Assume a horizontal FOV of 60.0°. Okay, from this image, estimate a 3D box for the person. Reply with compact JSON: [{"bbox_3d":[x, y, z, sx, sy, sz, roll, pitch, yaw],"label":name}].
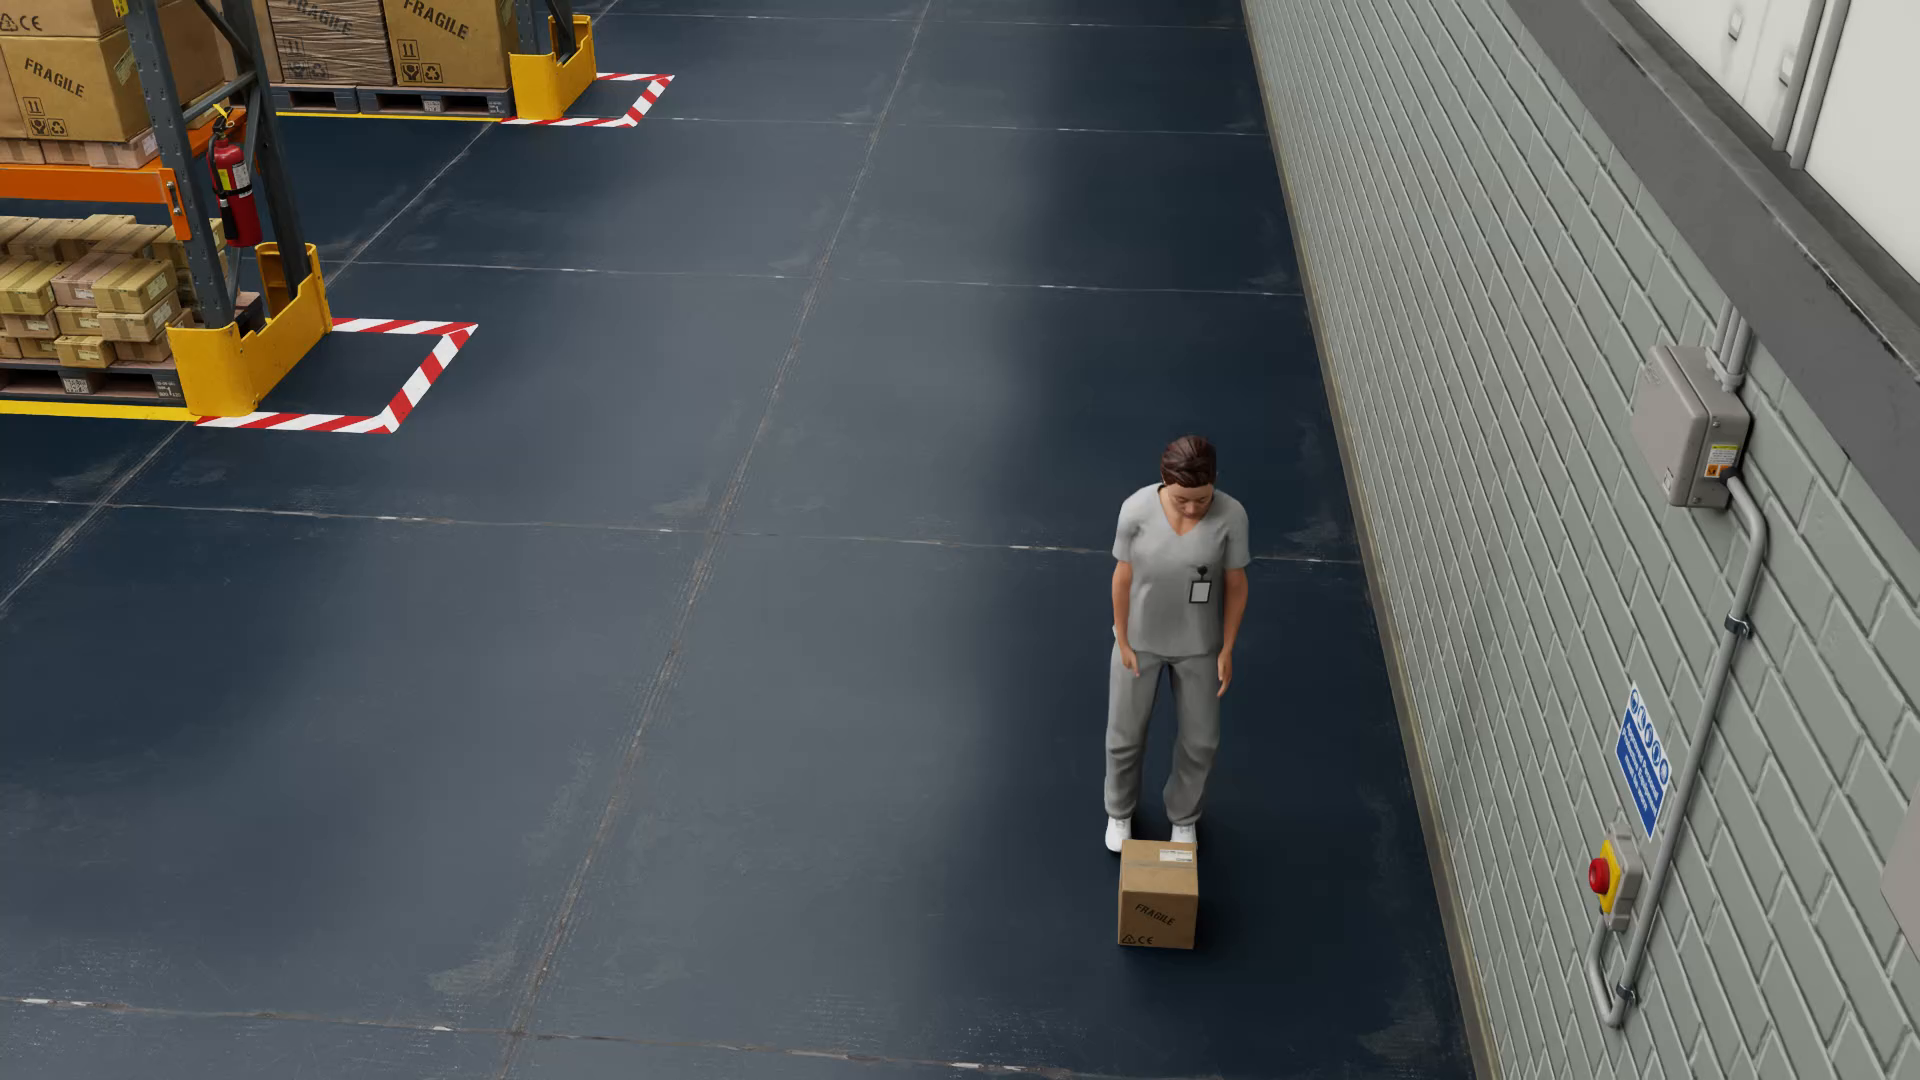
[{"bbox_3d":[0.722,0.354,5.603,0.453,1.652,0.351,3,32,5],"label":"person"}]
